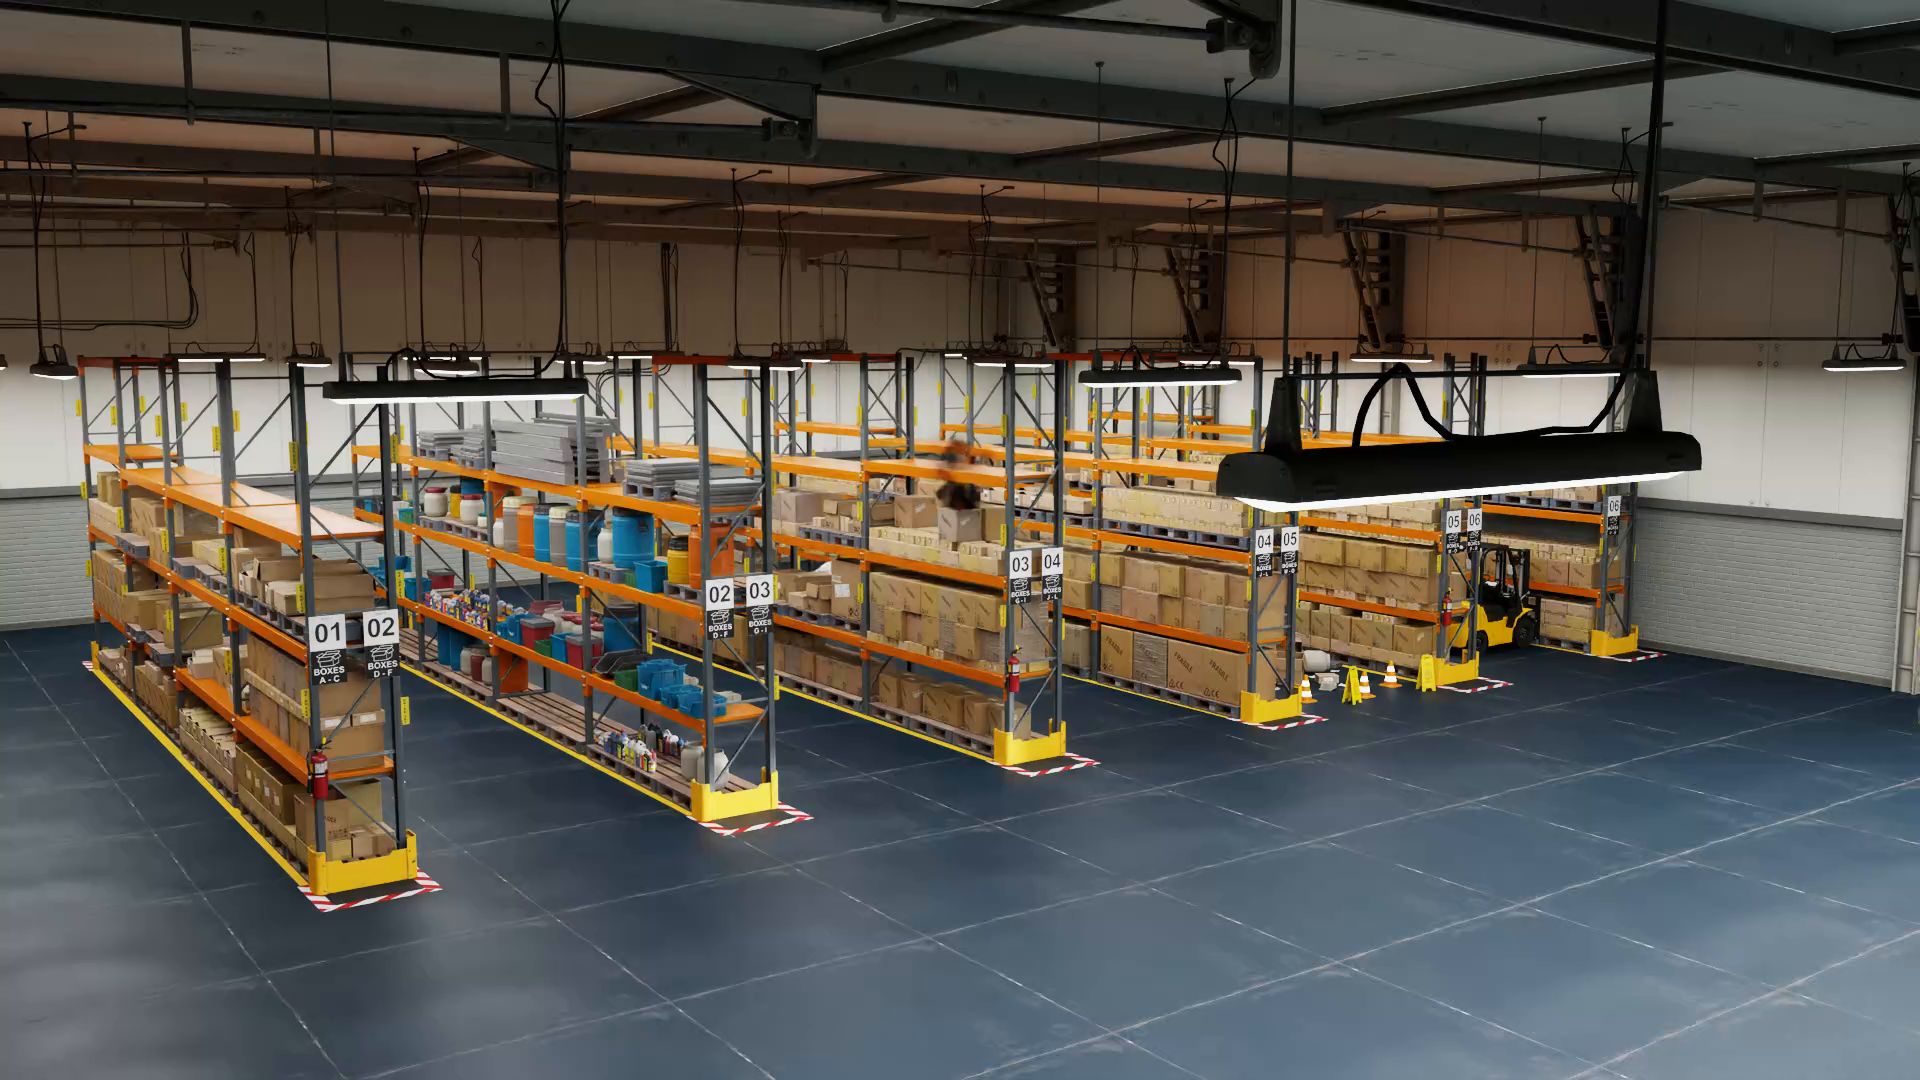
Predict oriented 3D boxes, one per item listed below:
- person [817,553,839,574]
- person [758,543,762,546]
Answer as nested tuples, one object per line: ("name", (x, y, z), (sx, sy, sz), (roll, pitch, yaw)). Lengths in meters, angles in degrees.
("person", (-2.703, 1.117, 35.859), (0.633, 1.850, 0.776), (-5, 9, -37))
("person", (-4.682, 0.866, 38.650), (0.538, 1.640, 0.724), (-4, 8, -32))
